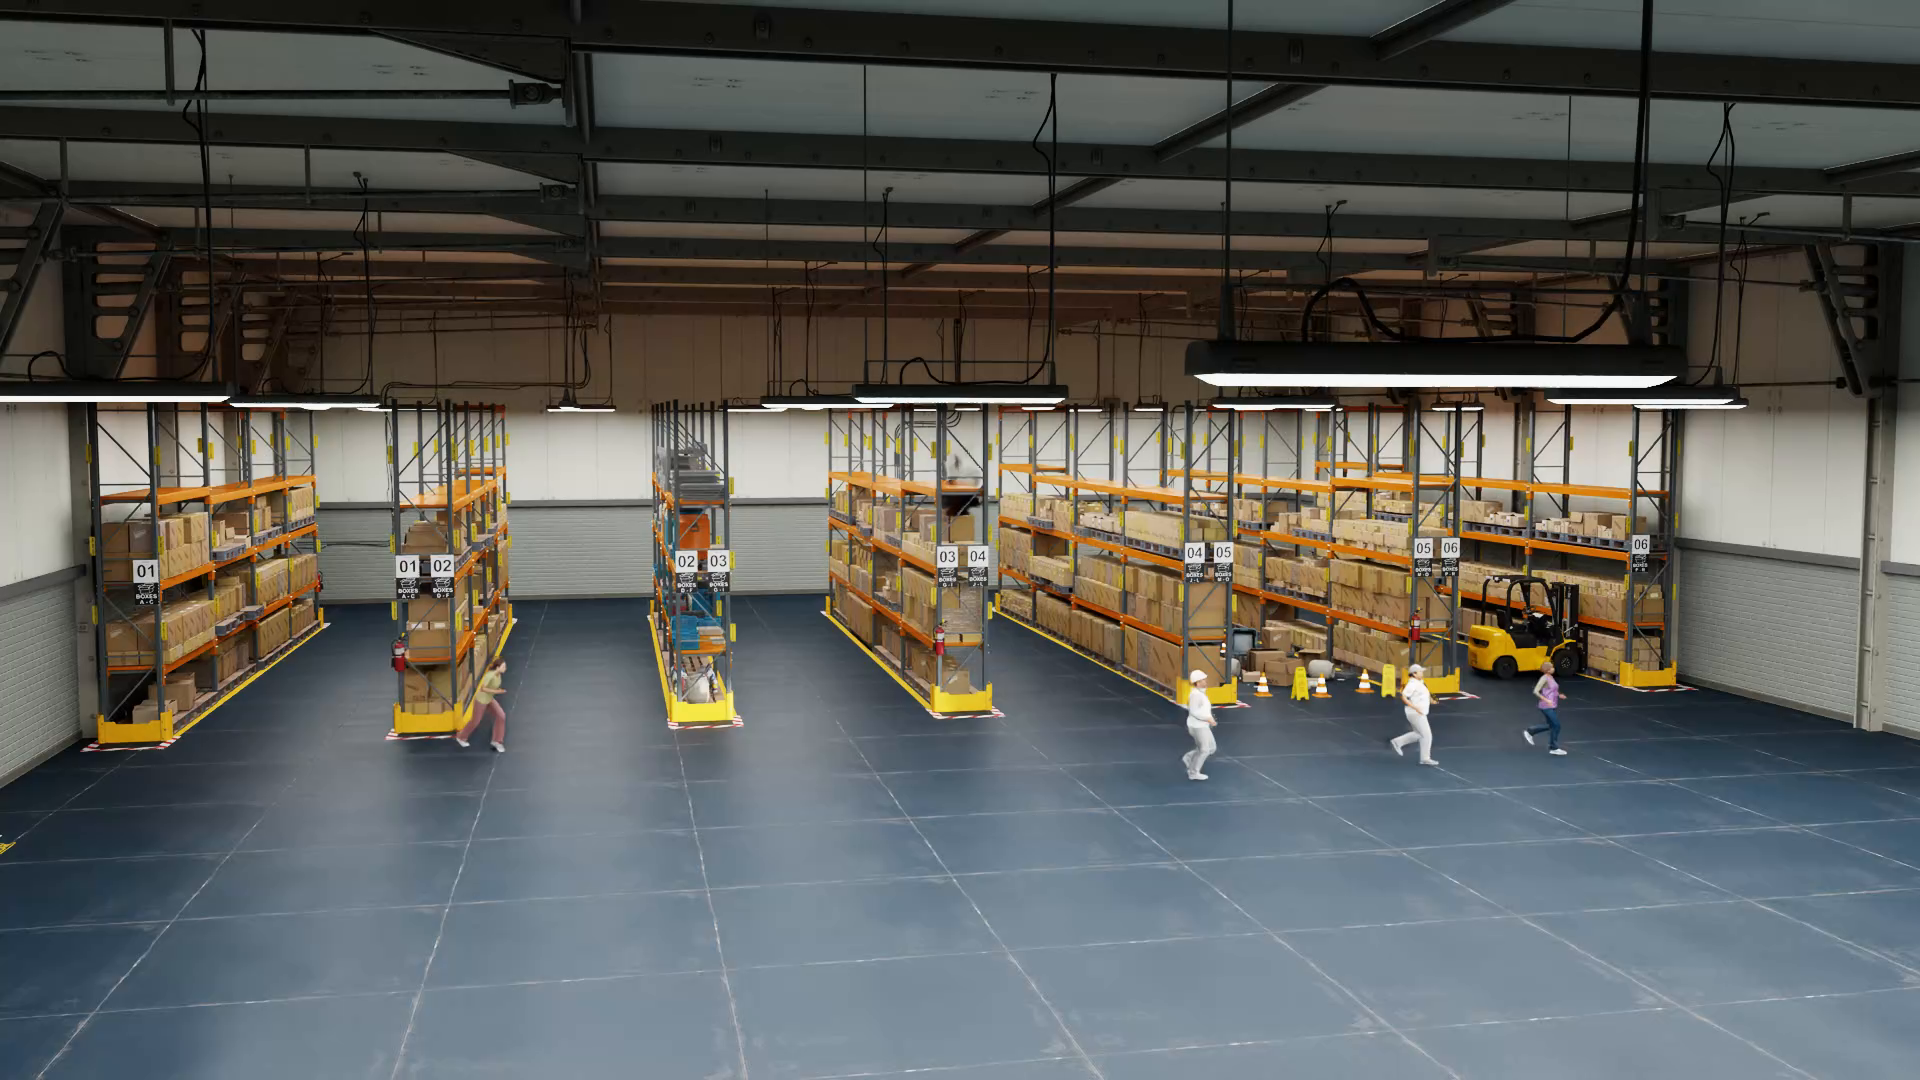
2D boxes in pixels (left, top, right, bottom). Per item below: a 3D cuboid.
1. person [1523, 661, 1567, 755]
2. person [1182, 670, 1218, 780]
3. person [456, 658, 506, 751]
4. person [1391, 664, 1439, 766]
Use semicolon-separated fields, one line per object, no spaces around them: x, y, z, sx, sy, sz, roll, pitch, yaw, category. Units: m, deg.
9.884;2.824;28.086;0.743;1.561;0.546;3;5;34;person
3.761;2.894;26.029;0.576;1.725;0.638;1;4;15;person
-8.168;2.826;28.400;0.950;1.603;0.618;1;4;11;person
7.468;2.850;27.276;0.791;1.632;0.620;2;5;26;person
